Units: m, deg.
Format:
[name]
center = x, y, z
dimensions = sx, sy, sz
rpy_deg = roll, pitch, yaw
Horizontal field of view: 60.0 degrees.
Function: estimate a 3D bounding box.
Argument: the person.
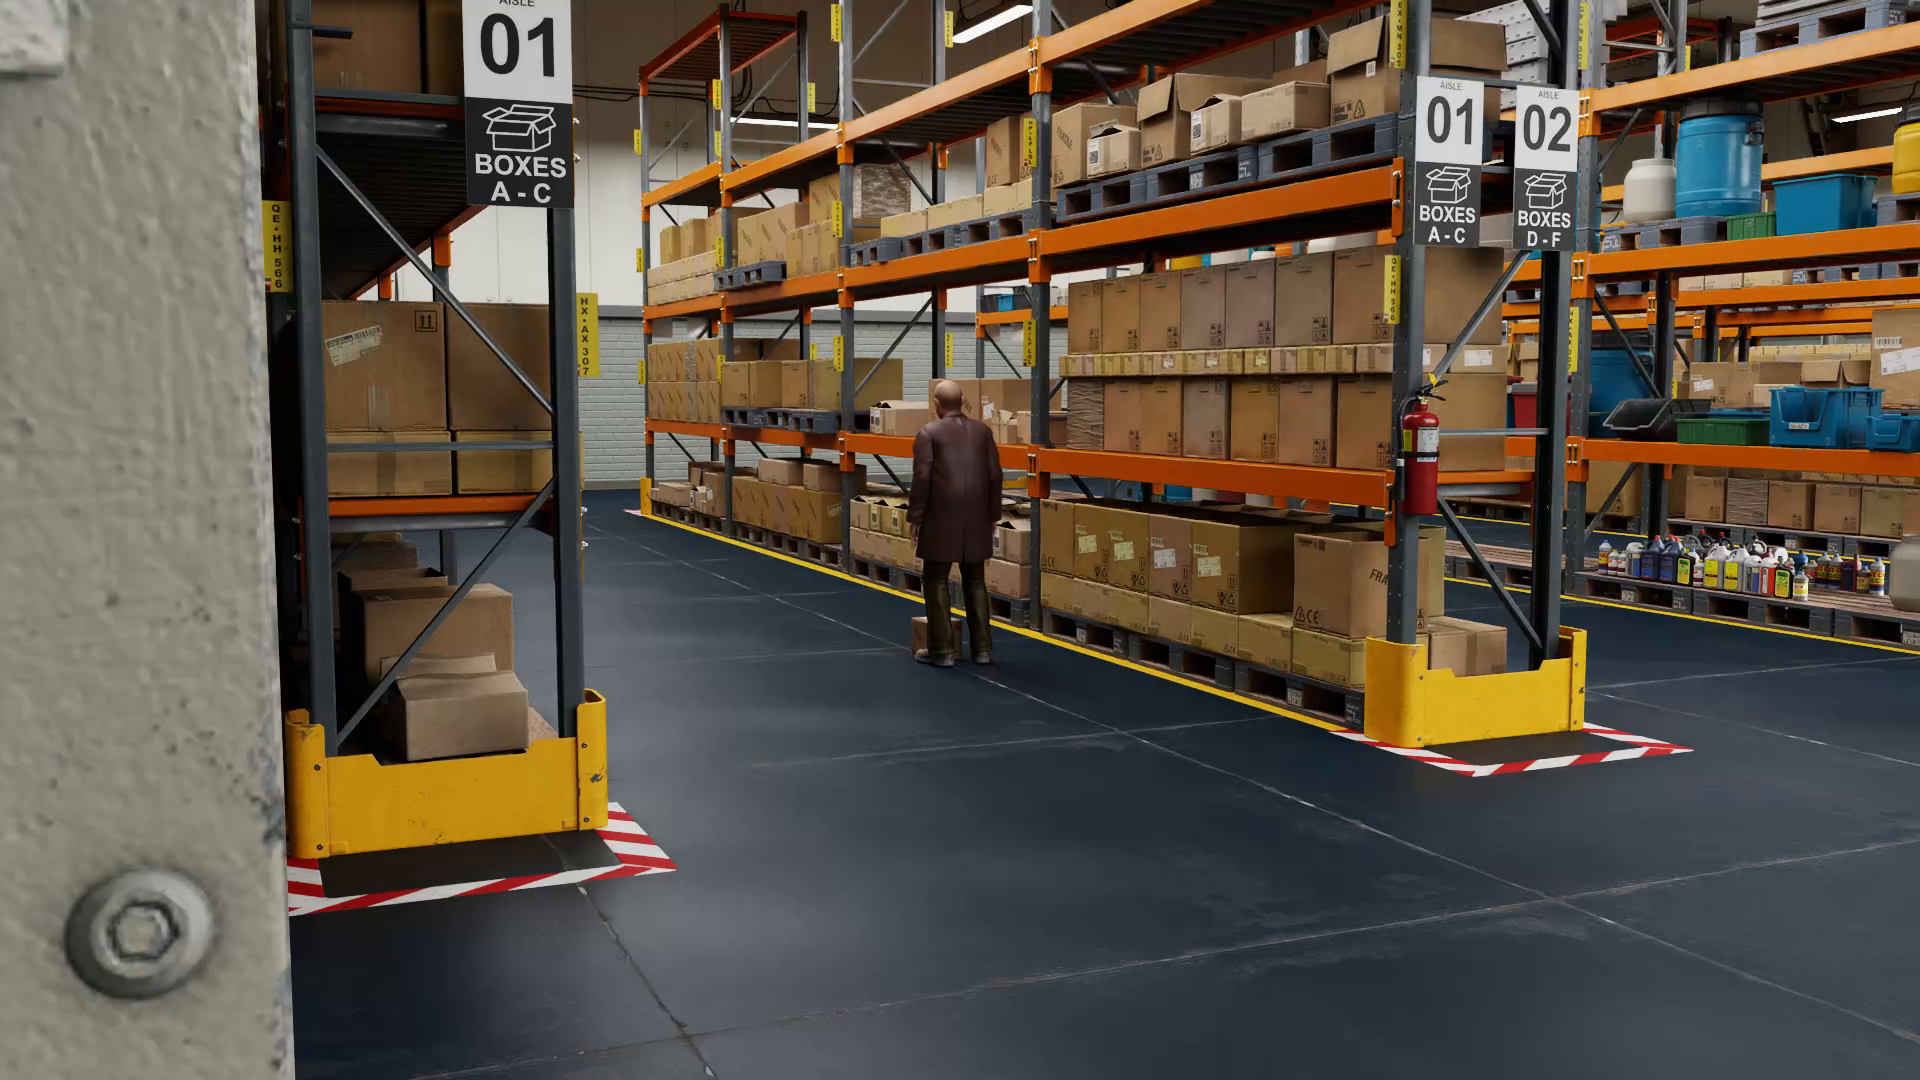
[person]
center = -0.036, -0.108, 10.395
dimensions = 0.641, 1.773, 0.428
rpy_deg = -2, 6, -23
